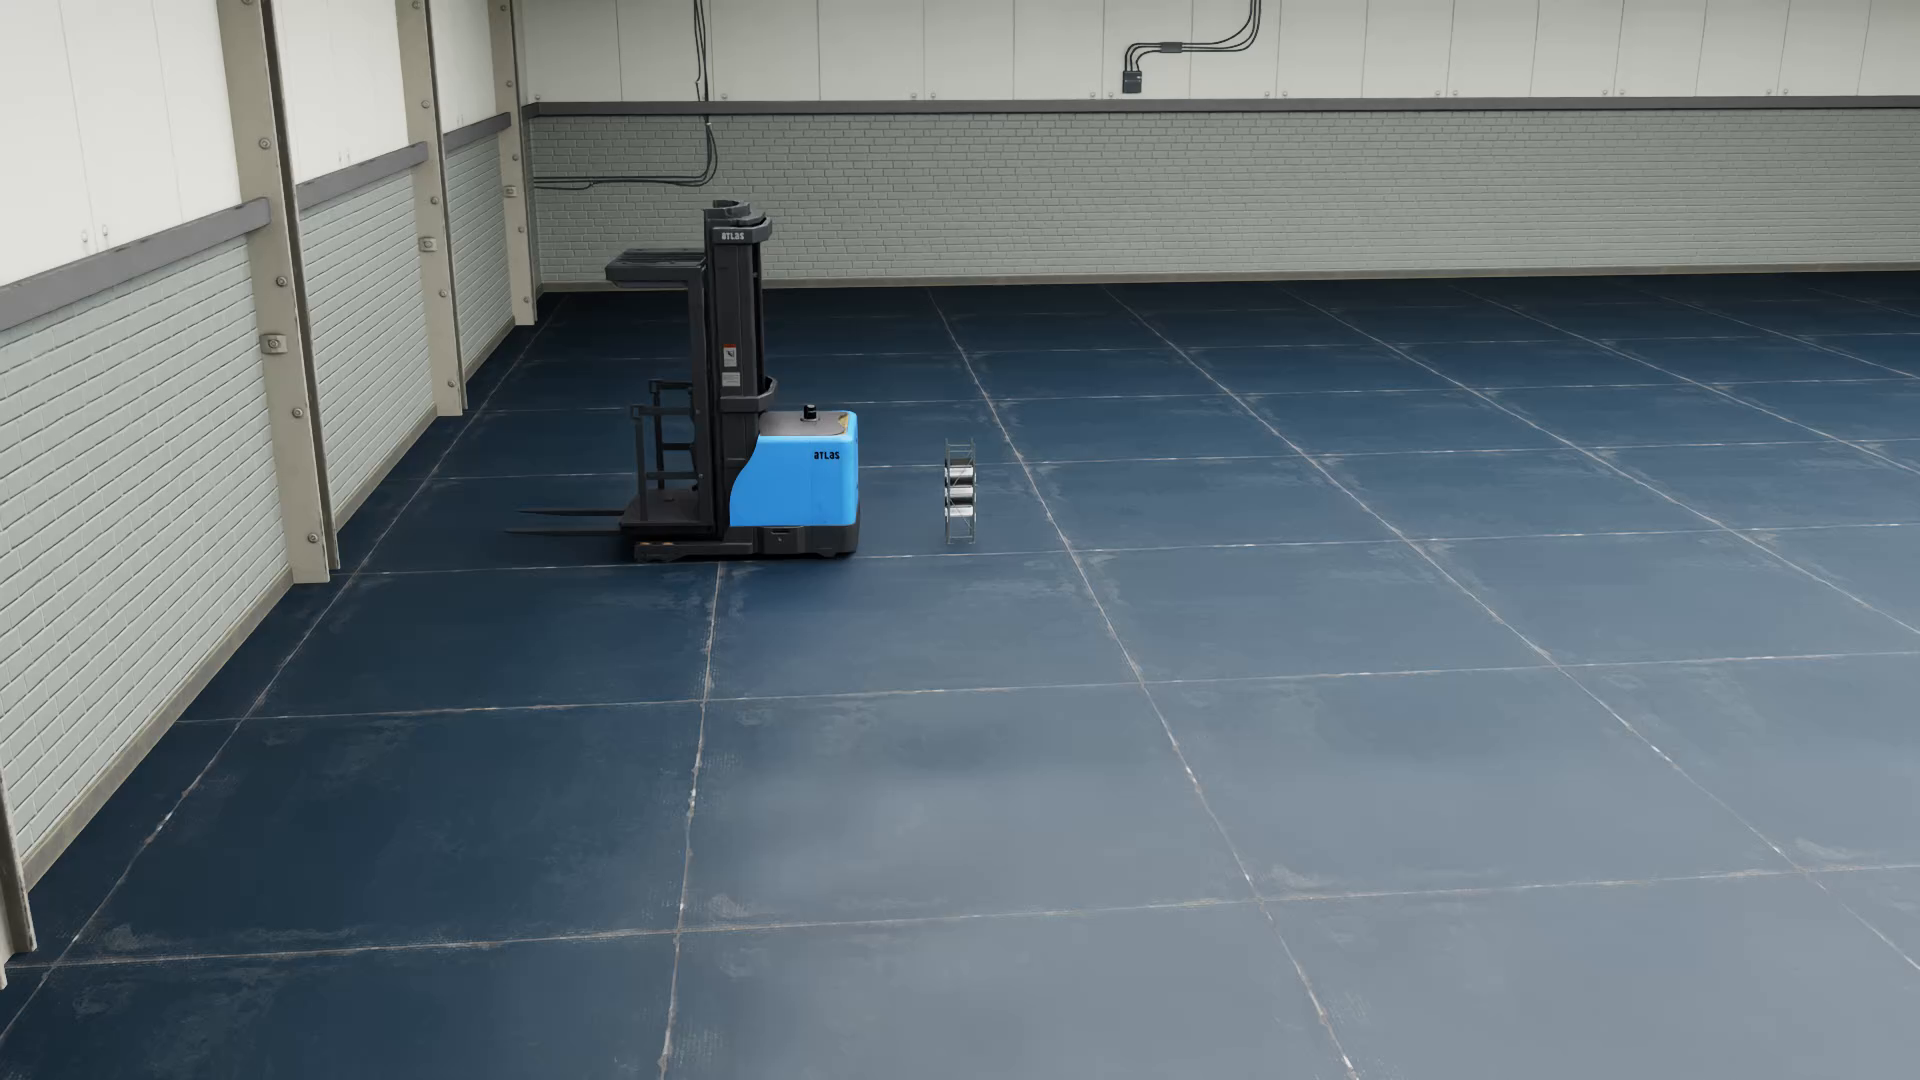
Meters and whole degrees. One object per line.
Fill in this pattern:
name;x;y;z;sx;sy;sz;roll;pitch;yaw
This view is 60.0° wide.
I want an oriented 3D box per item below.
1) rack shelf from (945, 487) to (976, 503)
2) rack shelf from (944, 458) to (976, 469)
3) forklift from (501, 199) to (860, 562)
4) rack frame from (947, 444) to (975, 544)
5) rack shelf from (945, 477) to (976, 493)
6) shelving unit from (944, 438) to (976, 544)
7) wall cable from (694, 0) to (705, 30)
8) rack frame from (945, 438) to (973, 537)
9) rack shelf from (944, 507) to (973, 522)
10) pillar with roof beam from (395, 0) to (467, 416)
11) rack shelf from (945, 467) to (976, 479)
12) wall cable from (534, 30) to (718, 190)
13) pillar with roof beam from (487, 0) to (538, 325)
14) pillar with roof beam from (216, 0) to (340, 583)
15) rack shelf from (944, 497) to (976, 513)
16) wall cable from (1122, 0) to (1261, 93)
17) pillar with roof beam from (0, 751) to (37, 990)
rack shelf;0.001;-0.395;14.545;0.258;0.077;0.200;-2;18;-6
rack shelf;0.001;-0.653;14.464;0.258;0.077;0.200;-2;18;-6
forklift;-2.404;-1.370;14.148;3.031;2.935;1.130;0;17;-1
rack frame;0.011;-0.397;14.438;0.240;0.900;0.006;-2;18;-6
rack shelf;0.001;-0.481;14.518;0.258;0.077;0.200;-2;18;-6
shelving unit;0.001;-0.427;14.535;0.258;0.900;0.210;-2;18;-6
wall cable;-2.868;-9.508;26.692;3.097;2.526;0.112;-2;18;-6
rack frame;-0.010;-0.457;14.631;0.240;0.900;0.006;-2;18;-6
rack shelf;0.001;-0.223;14.598;0.258;0.077;0.200;-2;18;-6
pillar with roof beam;-1.670;-5.923;18.521;9.100;9.000;0.400;-2;18;-6
rack shelf;0.001;-0.567;14.491;0.258;0.077;0.200;-2;18;-6
wall cable;-5.559;-7.015;27.182;3.097;2.526;0.112;-2;18;-6
pillar with roof beam;-2.288;-7.711;24.215;9.100;9.000;0.400;-2;18;-6
pillar with roof beam;-1.051;-4.136;12.827;9.100;9.000;0.400;-2;18;-6
rack shelf;0.001;-0.309;14.572;0.258;0.077;0.200;-2;18;-6
wall cable;3.885;-10.408;27.127;2.305;6.003;0.169;-2;18;-6
pillar with roof beam;-0.432;-2.348;7.133;9.100;9.000;0.400;-2;18;-6
